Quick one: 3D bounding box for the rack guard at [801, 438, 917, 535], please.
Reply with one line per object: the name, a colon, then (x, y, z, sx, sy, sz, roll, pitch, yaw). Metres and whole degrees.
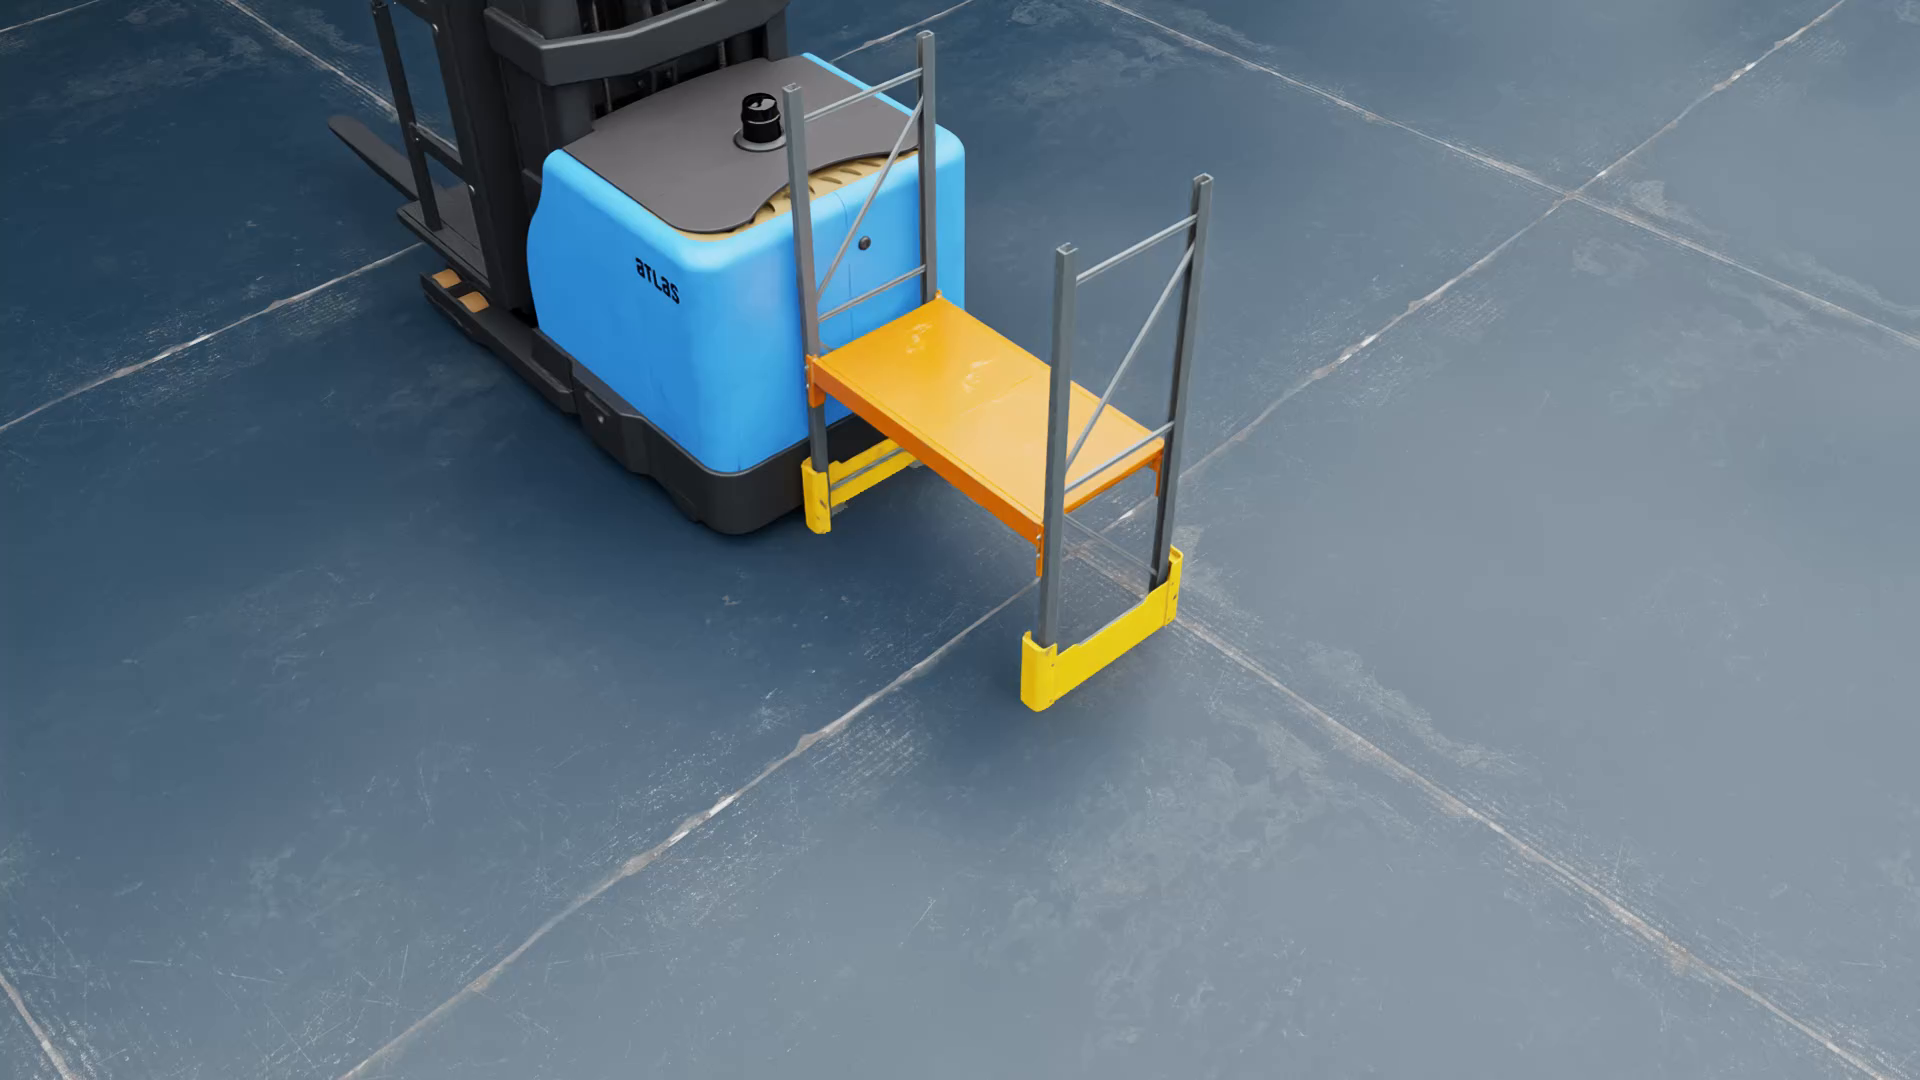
rack guard: (-0.253, -0.256, 5.343, 0.587, 0.250, 0.087, -31, 51, -29)

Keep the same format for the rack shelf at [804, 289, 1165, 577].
rack shelf: (0.073, -0.335, 4.773, 0.538, 0.185, 1.000, -31, 51, -29)

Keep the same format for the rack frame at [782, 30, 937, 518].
rack frame: (-0.265, -0.725, 4.929, 0.500, 1.500, 0.032, -31, 51, -29)

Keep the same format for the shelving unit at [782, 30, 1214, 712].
shelving unit: (0.079, -0.463, 4.646, 0.587, 1.500, 1.083, -31, 51, -29)

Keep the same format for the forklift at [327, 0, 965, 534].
forklift: (-1.326, -2.014, 5.269, 1.130, 2.935, 3.031, -31, 51, -29)

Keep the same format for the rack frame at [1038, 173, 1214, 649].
rack frame: (0.412, -0.210, 4.372, 0.500, 1.500, 0.032, -31, 51, -29)

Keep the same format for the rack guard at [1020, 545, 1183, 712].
rack guard: (0.411, 0.248, 4.797, 0.587, 0.250, 0.087, -31, 51, -29)
